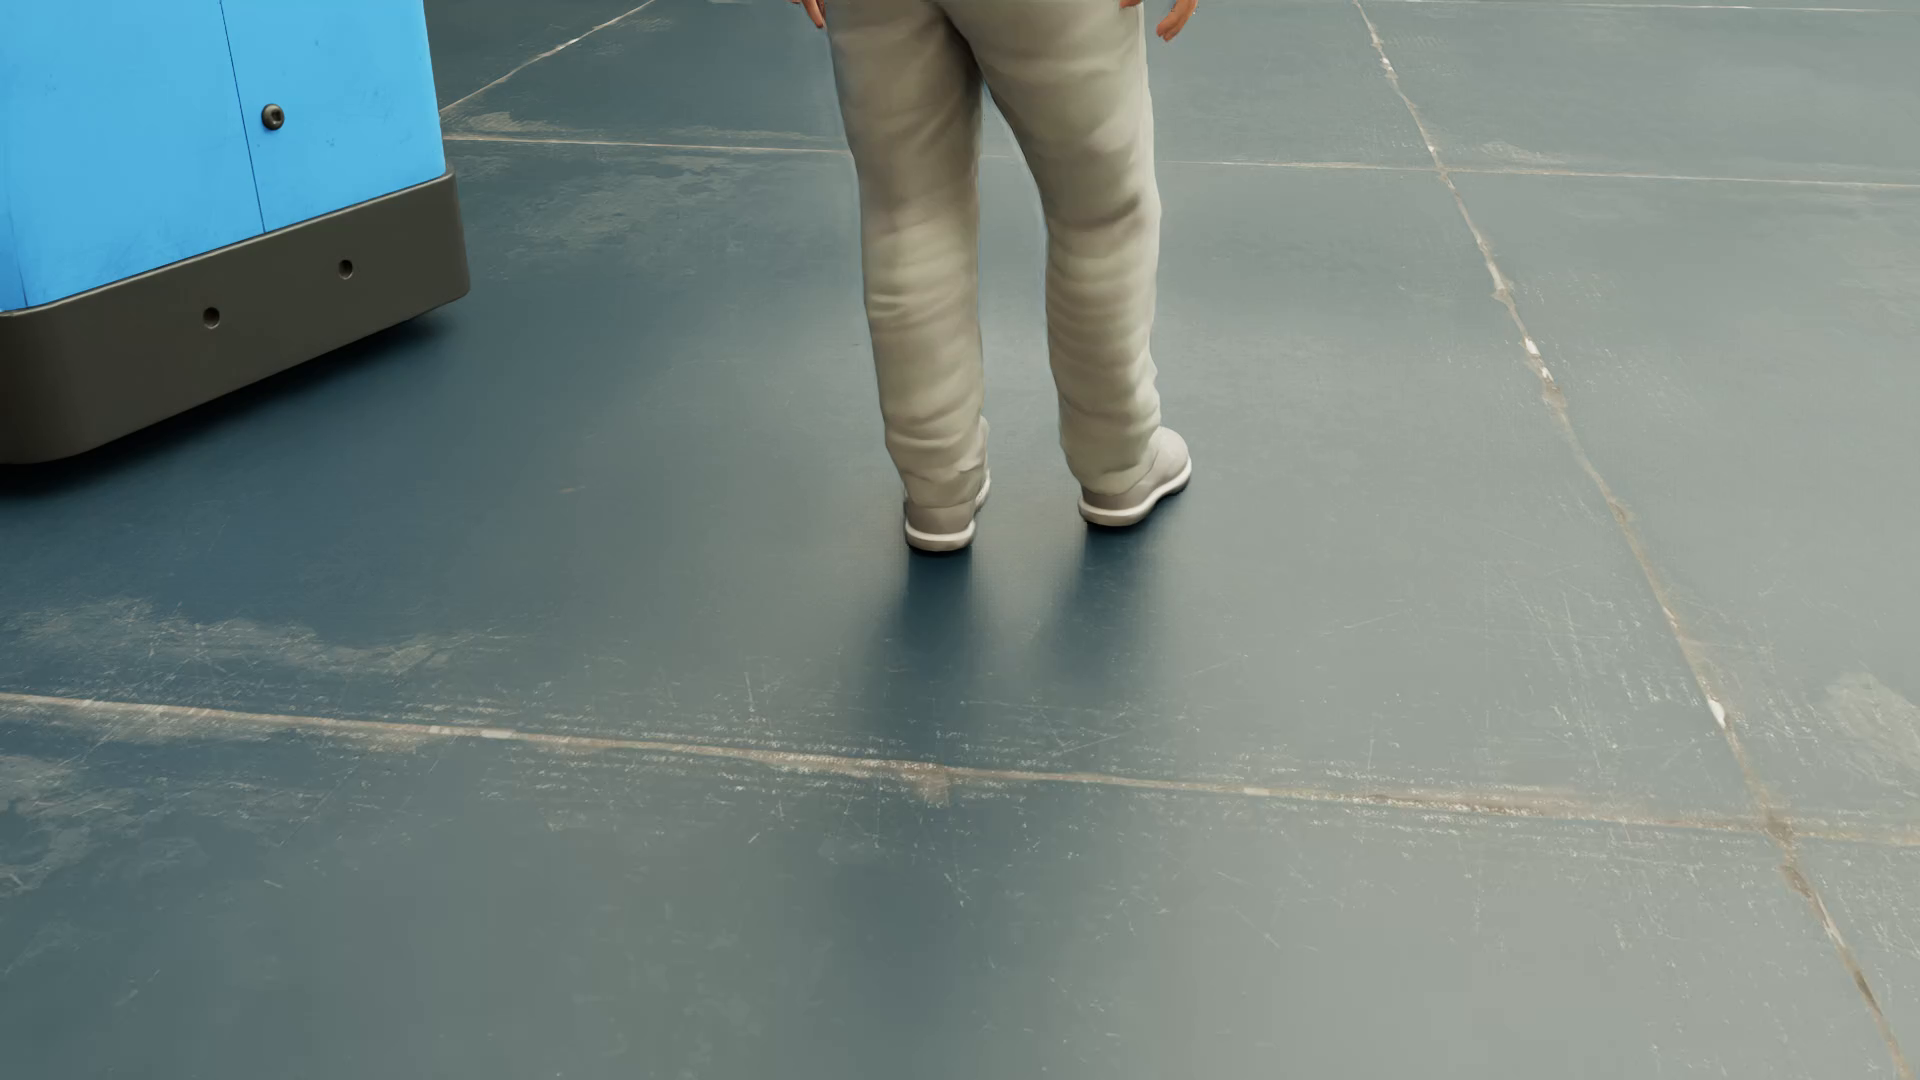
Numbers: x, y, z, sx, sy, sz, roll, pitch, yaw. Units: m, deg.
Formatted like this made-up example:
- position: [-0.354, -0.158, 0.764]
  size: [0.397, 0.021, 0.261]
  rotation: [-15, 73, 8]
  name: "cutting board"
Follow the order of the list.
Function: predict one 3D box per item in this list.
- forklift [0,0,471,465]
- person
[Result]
- position: [-2.537, -1.858, 2.941]
  size: [3.031, 2.935, 1.130]
  rotation: [13, 29, 24]
  name: "forklift"
- position: [0.049, -0.849, 2.208]
  size: [0.648, 1.775, 0.607]
  rotation: [12, 29, 22]
  name: "person"
